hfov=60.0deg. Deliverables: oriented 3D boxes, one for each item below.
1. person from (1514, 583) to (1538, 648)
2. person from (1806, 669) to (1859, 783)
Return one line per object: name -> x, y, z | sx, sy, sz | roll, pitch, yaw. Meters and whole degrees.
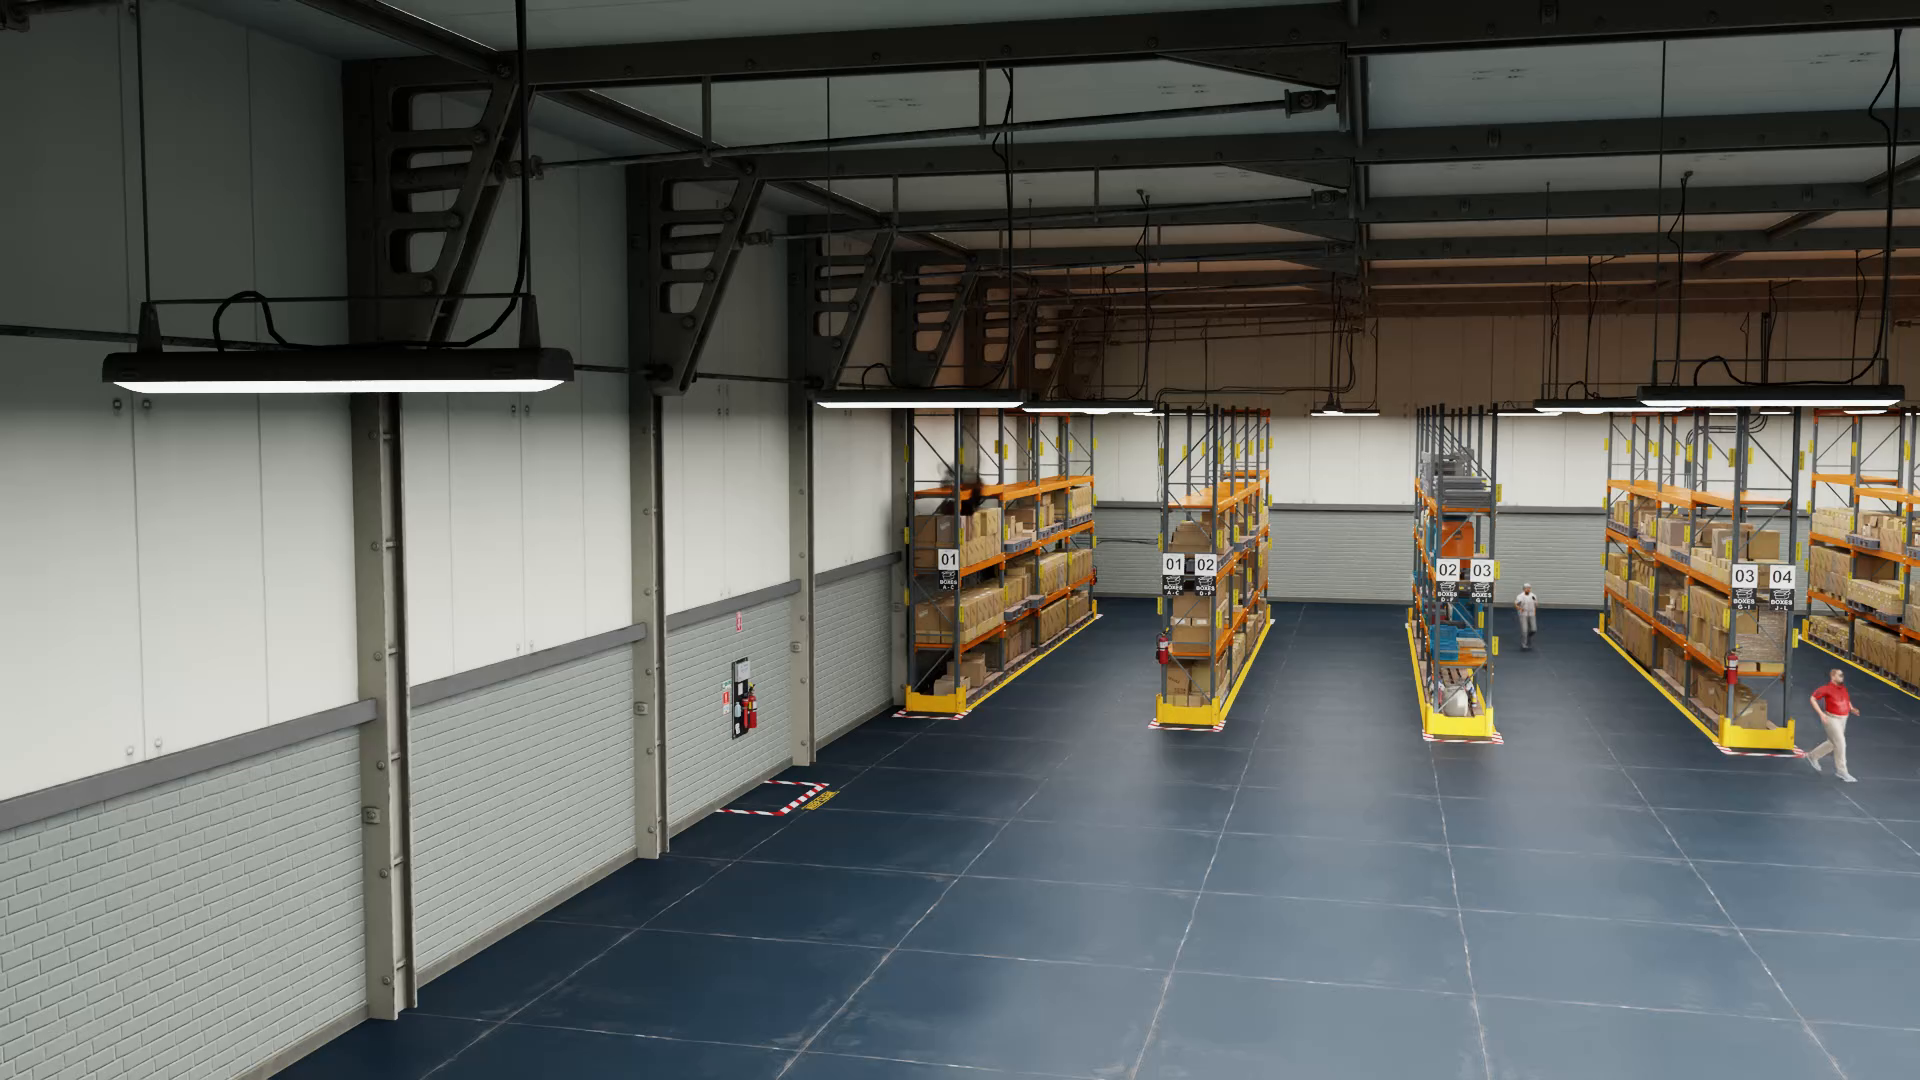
person -> 14.148, 1.899, 41.464 | 0.600, 1.608, 0.540 | 0, 4, 3
person -> 13.947, 2.925, 26.573 | 0.671, 1.750, 0.914 | -3, 5, -31
